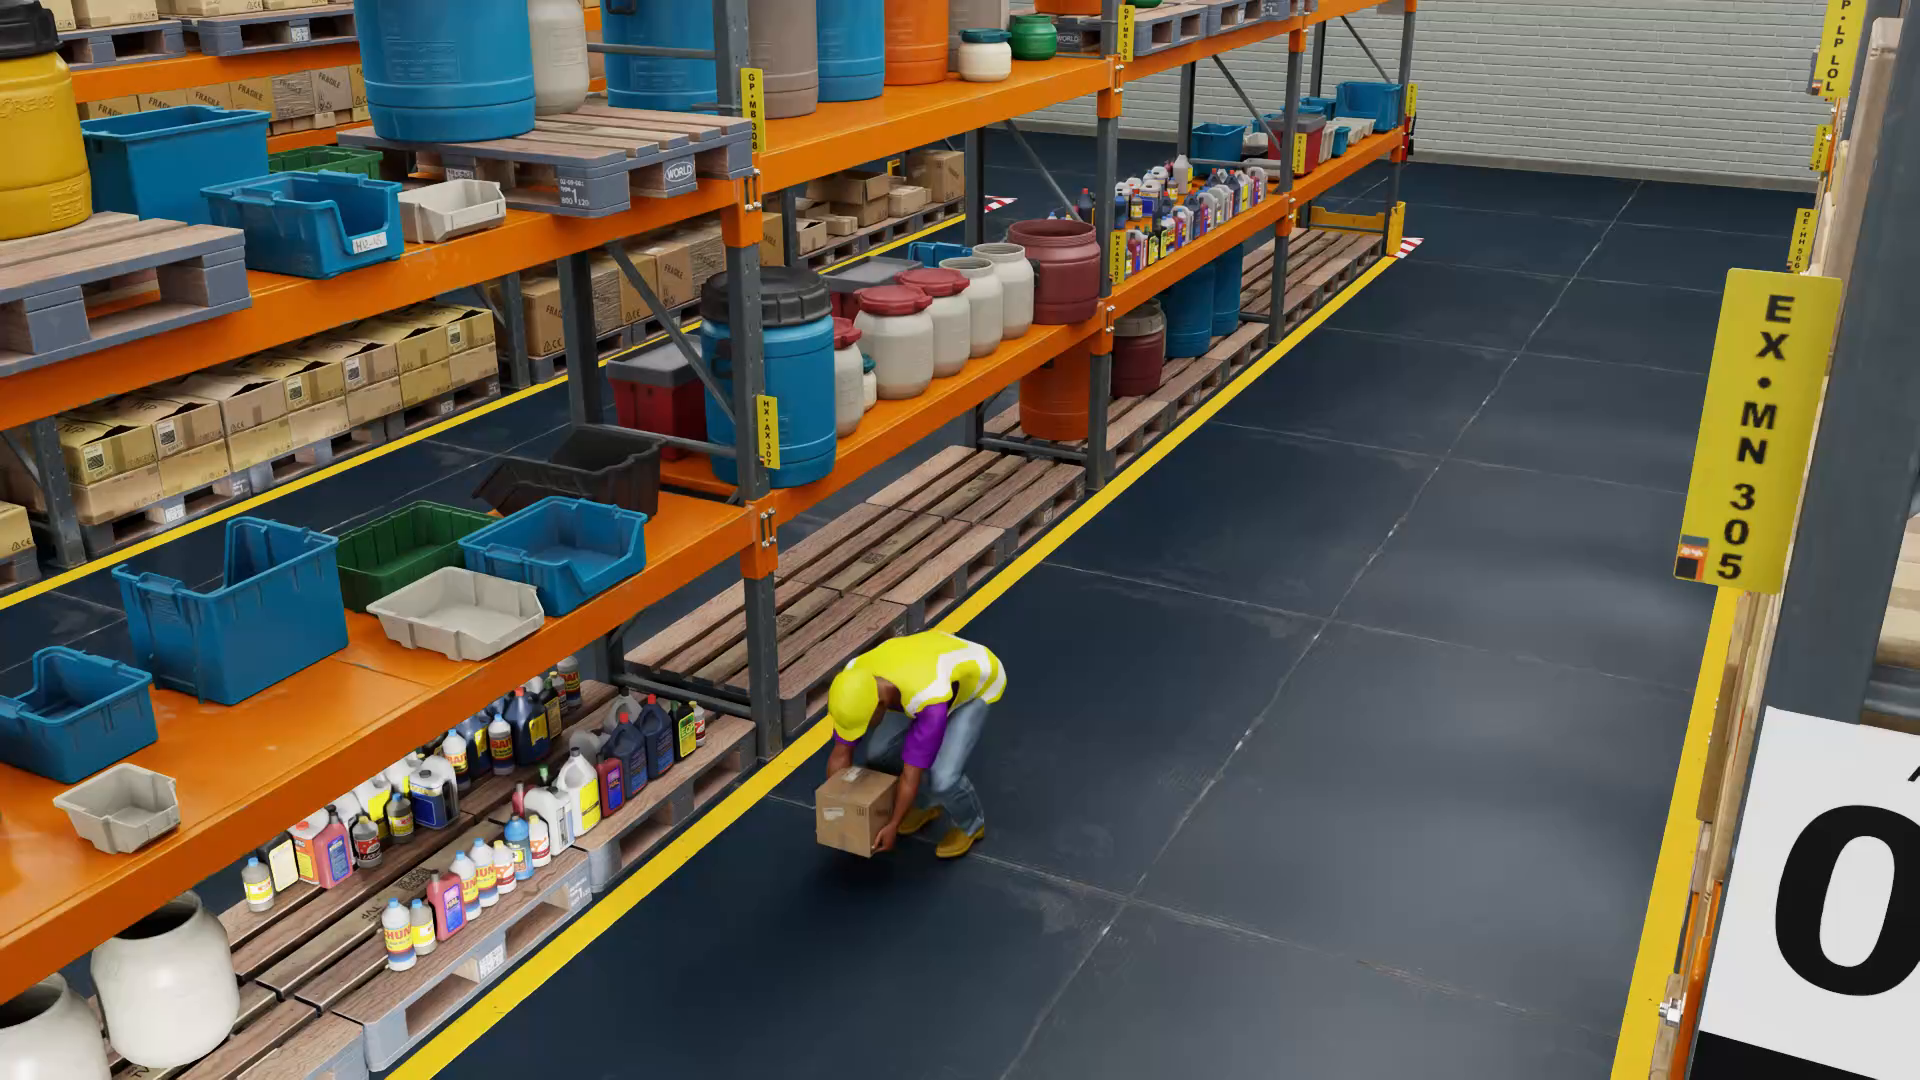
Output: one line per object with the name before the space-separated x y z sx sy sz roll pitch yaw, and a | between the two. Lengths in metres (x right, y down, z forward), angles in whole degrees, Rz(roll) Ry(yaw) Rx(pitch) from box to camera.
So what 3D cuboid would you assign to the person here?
person | -0.195 0.867 6.959 0.523 1.014 0.960 17 28 35
